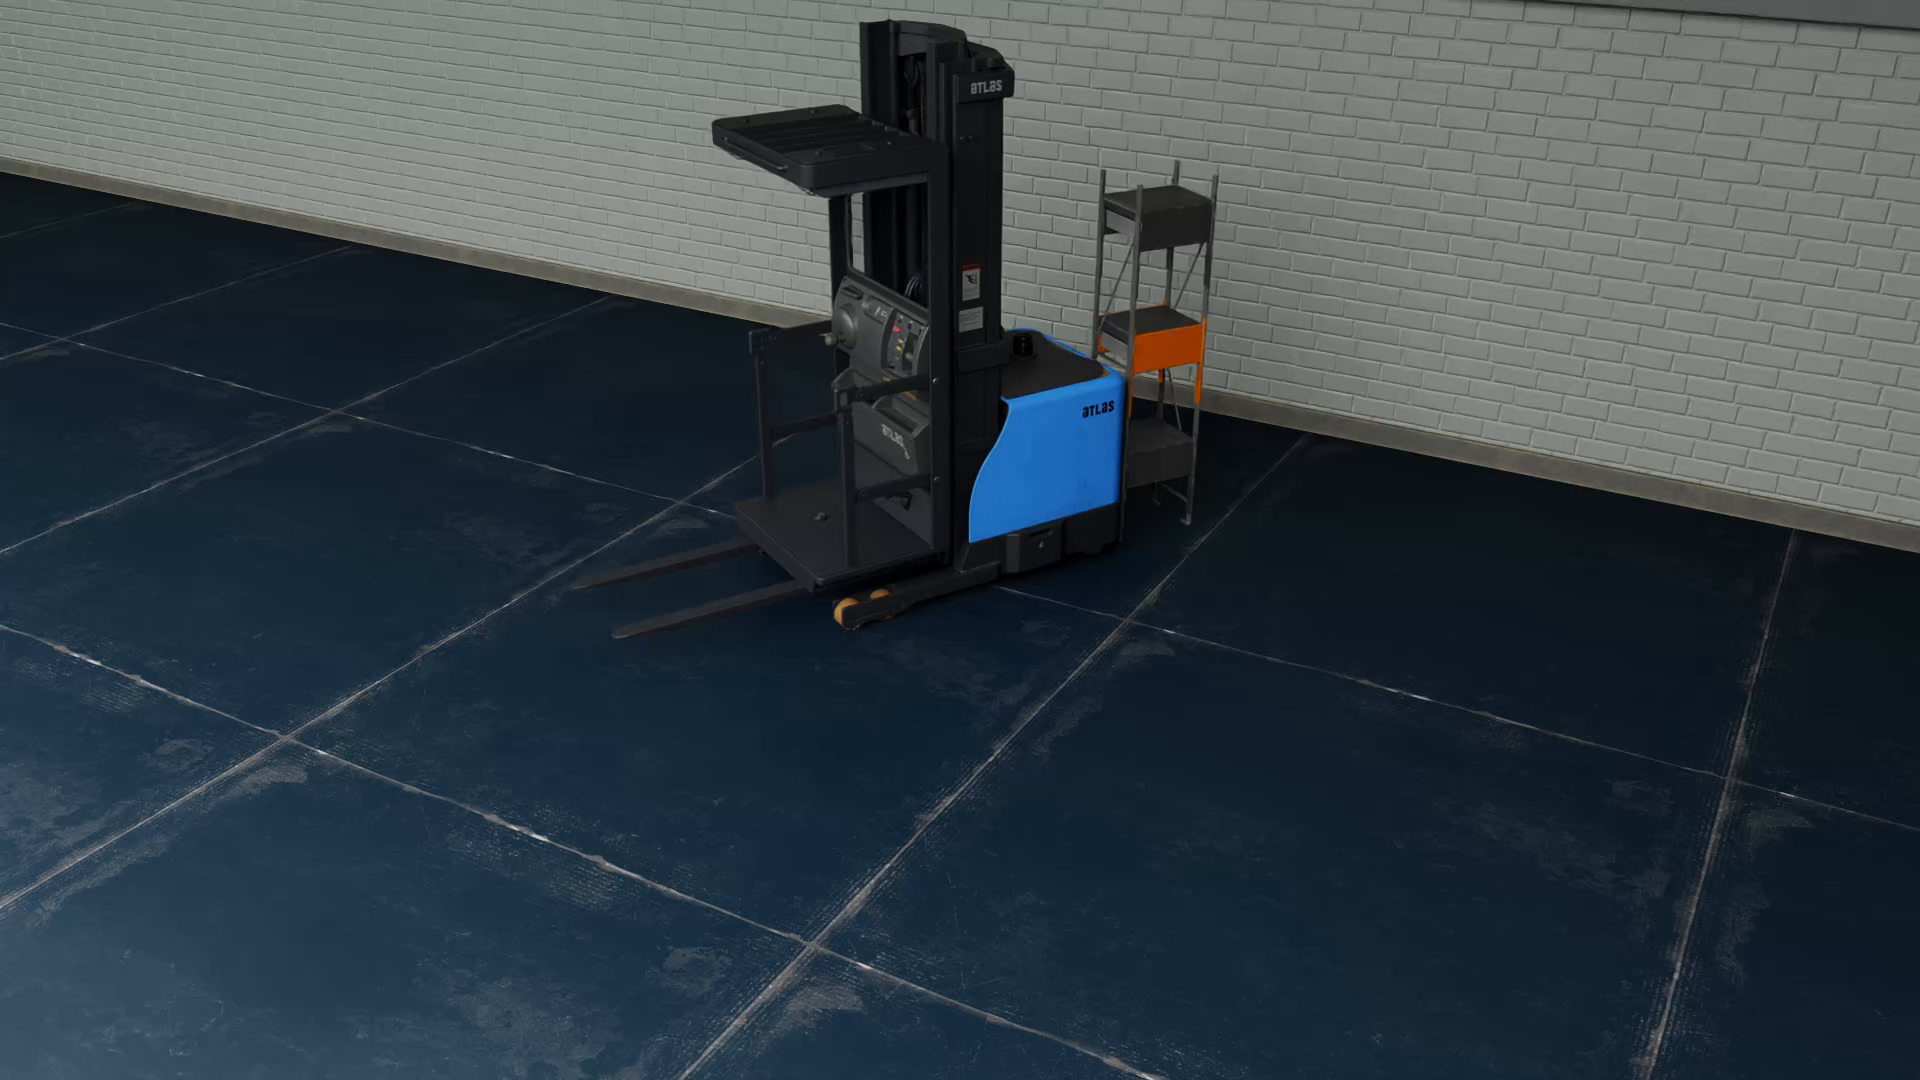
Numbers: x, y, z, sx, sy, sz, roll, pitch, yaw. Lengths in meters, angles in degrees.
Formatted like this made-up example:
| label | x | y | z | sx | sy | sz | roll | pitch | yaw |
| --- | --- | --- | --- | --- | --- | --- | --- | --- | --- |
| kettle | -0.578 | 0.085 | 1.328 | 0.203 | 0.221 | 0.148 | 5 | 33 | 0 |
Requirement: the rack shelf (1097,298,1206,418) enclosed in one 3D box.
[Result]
| label | x | y | z | sx | sy | sz | roll | pitch | yaw |
| --- | --- | --- | --- | --- | --- | --- | --- | --- | --- |
| rack shelf | 1.073 | -1.047 | 9.519 | 0.480 | 0.518 | 0.431 | -13 | 29 | -25 |

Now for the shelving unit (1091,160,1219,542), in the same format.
| label | x | y | z | sx | sy | sz | roll | pitch | yaw |
| --- | --- | --- | --- | --- | --- | --- | --- | --- | --- |
| shelving unit | 1.073 | -1.059 | 9.513 | 0.503 | 2.100 | 0.431 | -13 | 29 | -25 |

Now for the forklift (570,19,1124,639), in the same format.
| label | x | y | z | sx | sy | sz | roll | pitch | yaw |
| --- | --- | --- | --- | --- | --- | --- | --- | --- | --- |
| forklift | -0.600 | -1.104 | 8.681 | 3.031 | 2.935 | 1.130 | -15 | 30 | -28 |

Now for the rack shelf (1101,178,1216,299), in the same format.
| label | x | y | z | sx | sy | sz | roll | pitch | yaw |
| --- | --- | --- | --- | --- | --- | --- | --- | --- | --- |
| rack shelf | 1.081 | -1.674 | 9.209 | 0.480 | 0.518 | 0.431 | -13 | 29 | -25 |

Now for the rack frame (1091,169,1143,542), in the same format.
| label | x | y | z | sx | sy | sz | roll | pitch | yaw |
| --- | --- | --- | --- | --- | --- | --- | --- | --- | --- |
| rack frame | 0.858 | -1.011 | 9.410 | 0.015 | 2.100 | 0.400 | -13 | 29 | -25 |

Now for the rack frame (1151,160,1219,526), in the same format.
| label | x | y | z | sx | sy | sz | roll | pitch | yaw |
| --- | --- | --- | --- | --- | --- | --- | --- | --- | --- |
| rack frame | 1.289 | -1.107 | 9.616 | 0.015 | 2.100 | 0.400 | -13 | 29 | -25 |

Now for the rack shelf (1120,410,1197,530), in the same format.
| label | x | y | z | sx | sy | sz | roll | pitch | yaw |
| --- | --- | --- | --- | --- | --- | --- | --- | --- | --- |
| rack shelf | 1.066 | -0.419 | 9.829 | 0.480 | 0.518 | 0.431 | -13 | 29 | -25 |
